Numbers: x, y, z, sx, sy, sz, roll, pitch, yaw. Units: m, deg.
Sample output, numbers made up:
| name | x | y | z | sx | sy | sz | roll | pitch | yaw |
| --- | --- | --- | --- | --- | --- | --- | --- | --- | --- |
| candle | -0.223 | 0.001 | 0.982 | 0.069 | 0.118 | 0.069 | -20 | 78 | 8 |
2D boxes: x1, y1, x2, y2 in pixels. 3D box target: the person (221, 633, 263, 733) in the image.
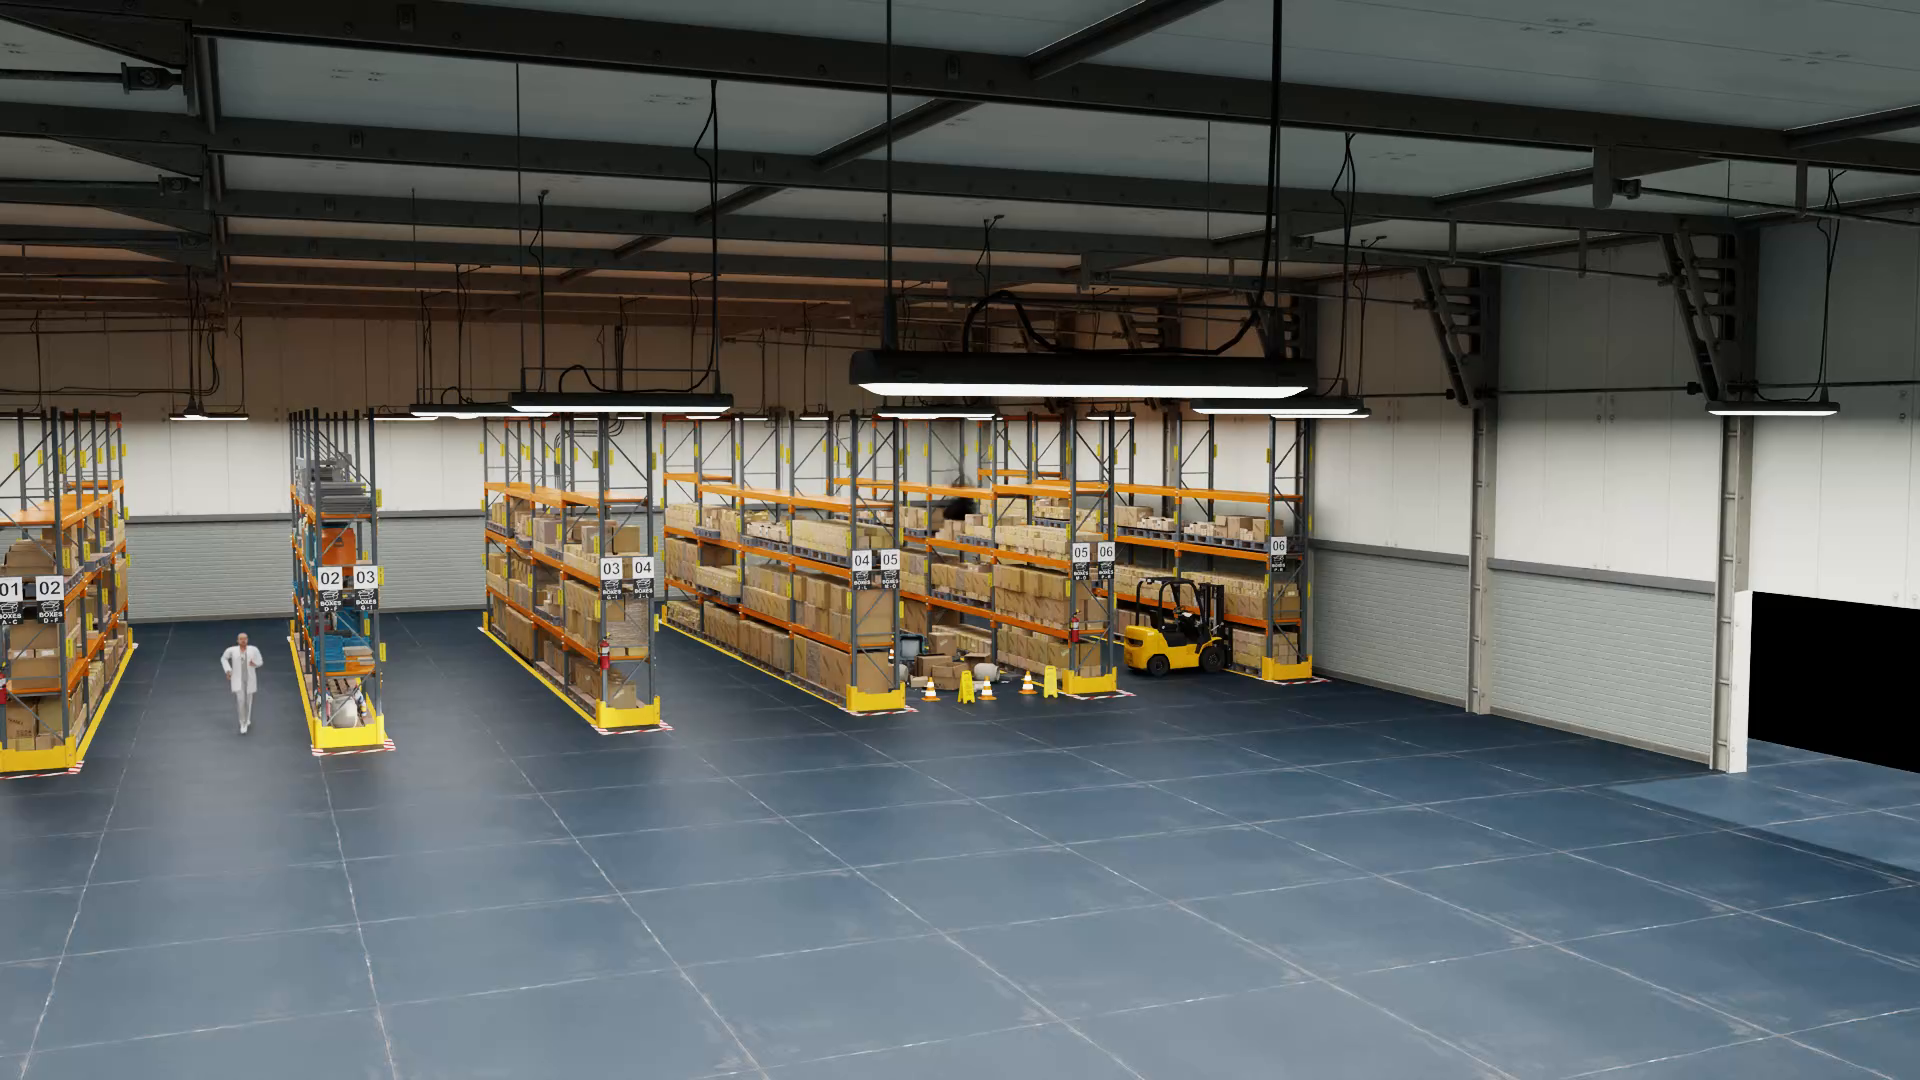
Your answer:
| name | x | y | z | sx | sy | sz | roll | pitch | yaw |
| --- | --- | --- | --- | --- | --- | --- | --- | --- | --- |
| person | -13.412 | 2.647 | 31.129 | 0.694 | 1.822 | 0.876 | -3 | 5 | -32 |

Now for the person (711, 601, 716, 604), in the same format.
| name | x | y | z | sx | sy | sz | roll | pitch | yaw |
| --- | --- | --- | --- | --- | --- | --- | --- | --- | --- |
| person | -7.177 | 1.373 | 49.627 | 0.831 | 1.742 | 0.705 | -2 | 4 | -27 |
